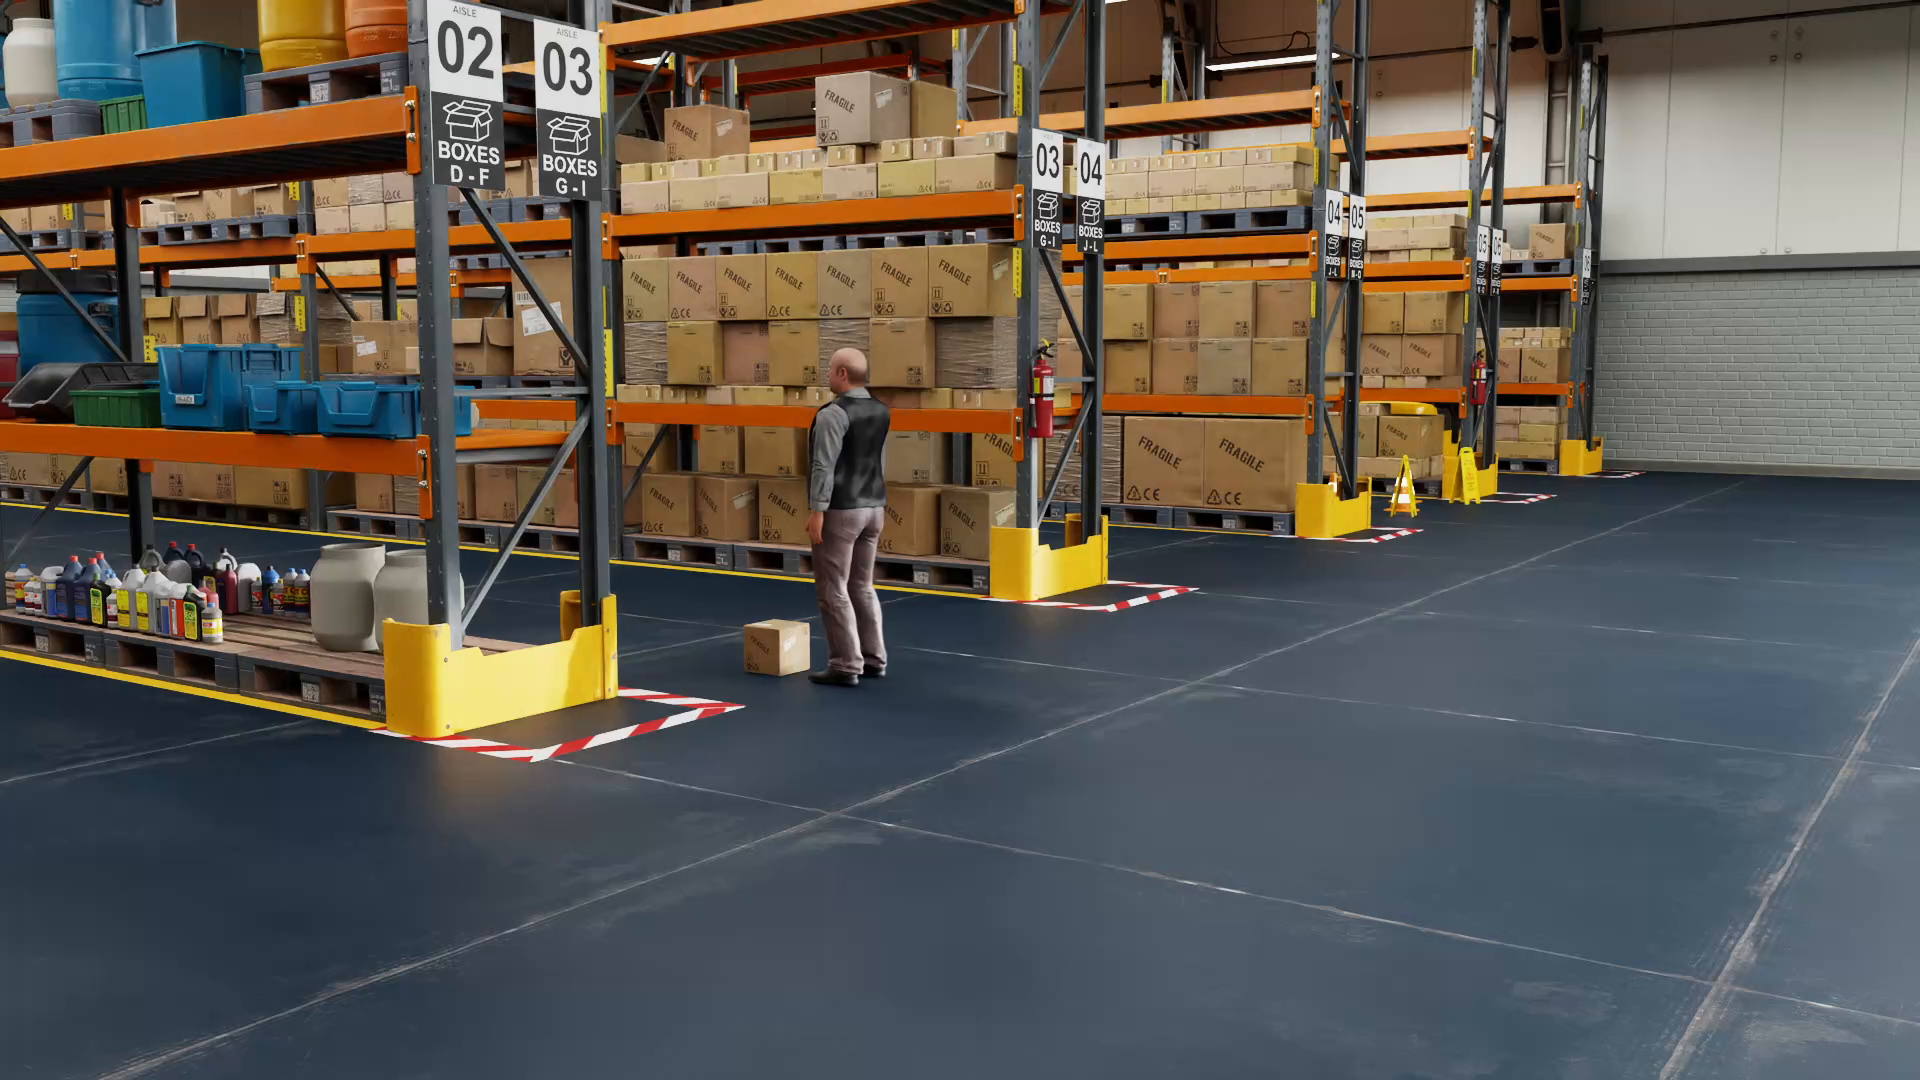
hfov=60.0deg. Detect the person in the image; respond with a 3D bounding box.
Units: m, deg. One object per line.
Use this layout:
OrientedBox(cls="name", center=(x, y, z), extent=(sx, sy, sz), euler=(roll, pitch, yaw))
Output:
OrientedBox(cls="person", center=(-0.591, -0.123, 8.545), extent=(0.359, 1.716, 0.530), euler=(4, 8, 35))
